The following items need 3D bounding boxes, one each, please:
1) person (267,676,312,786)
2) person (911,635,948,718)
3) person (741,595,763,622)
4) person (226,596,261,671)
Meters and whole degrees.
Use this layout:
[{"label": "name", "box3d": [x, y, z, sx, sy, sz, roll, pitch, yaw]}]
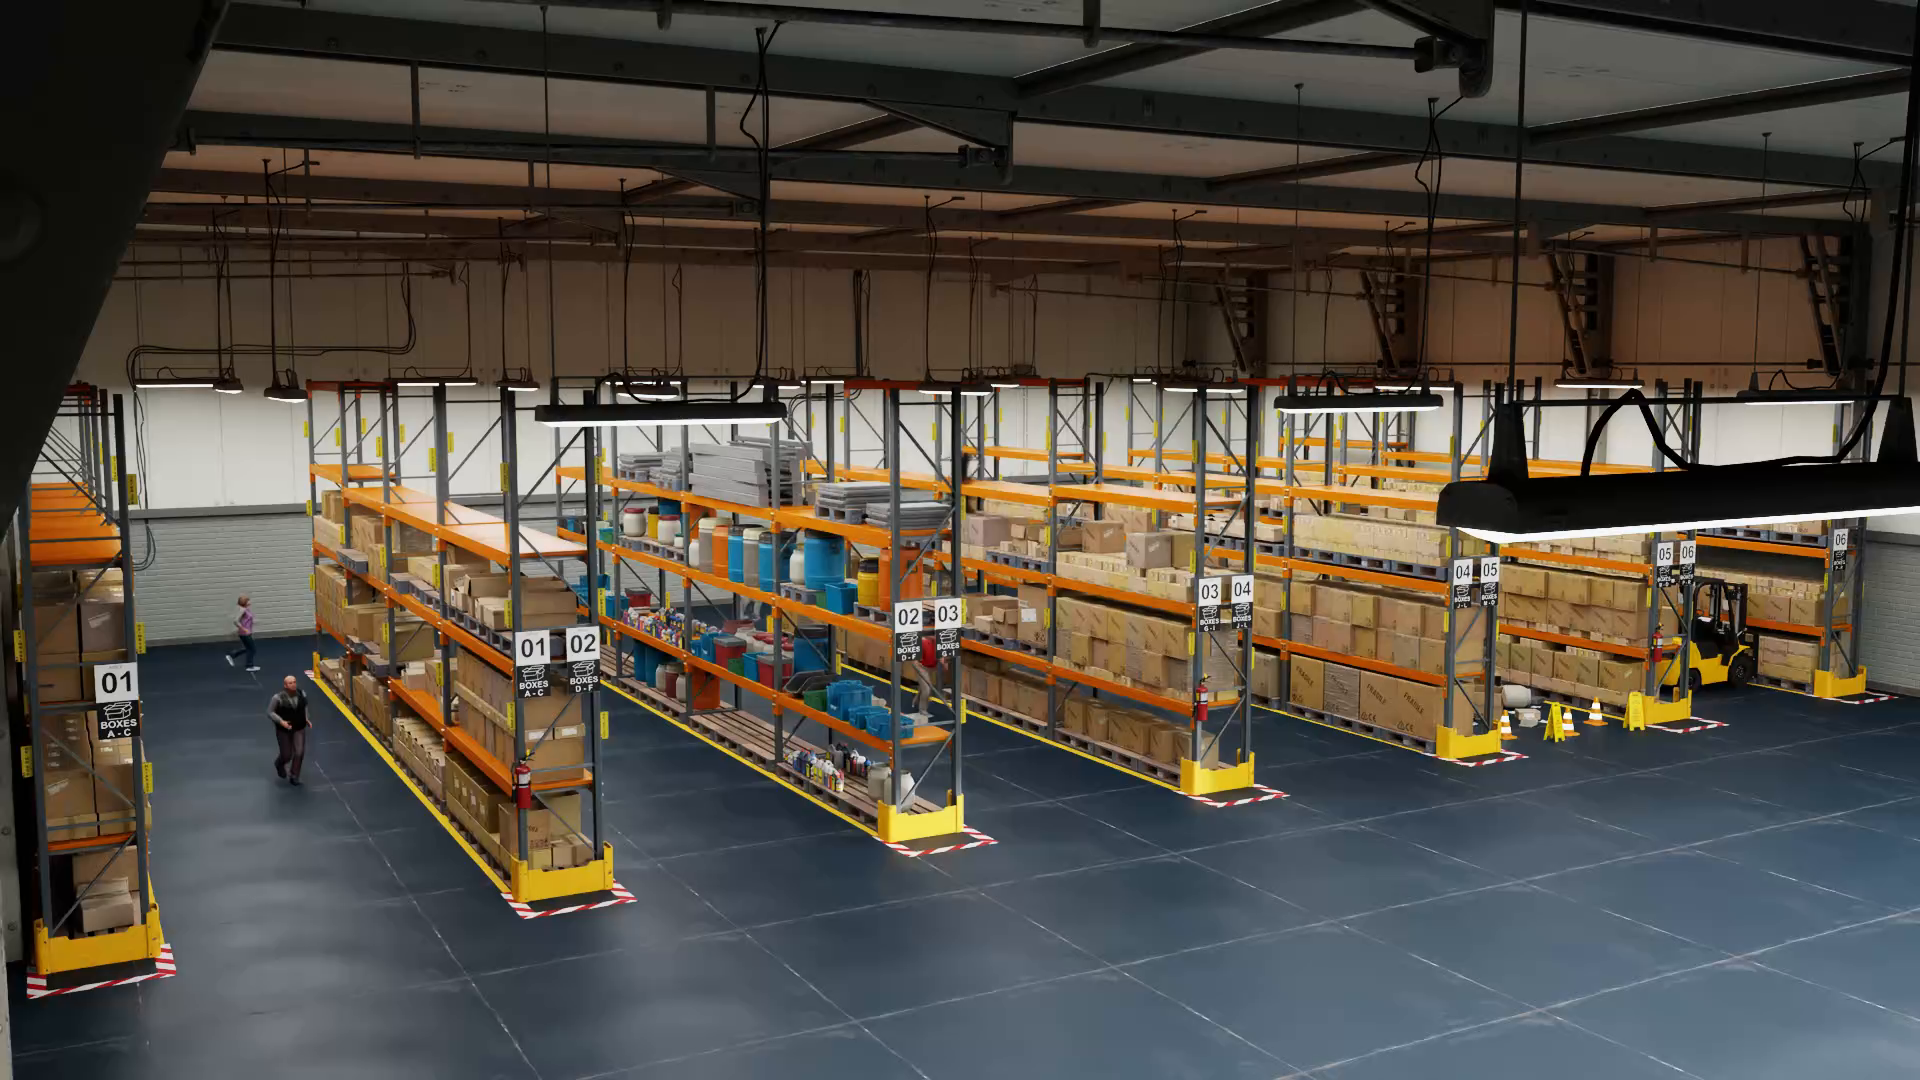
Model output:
[{"label": "person", "box3d": [-10.110, 2.853, 25.046, 0.654, 1.670, 0.757, -5, 8, -39]}, {"label": "person", "box3d": [-0.607, 2.347, 29.857, 0.915, 1.645, 0.703, 5, 8, 39]}, {"label": "person", "box3d": [-5.149, 1.122, 40.789, 0.746, 1.829, 0.656, 3, 7, 26]}, {"label": "person", "box3d": [-14.723, 1.927, 34.115, 0.679, 1.562, 0.532, -2, 6, -19]}]
